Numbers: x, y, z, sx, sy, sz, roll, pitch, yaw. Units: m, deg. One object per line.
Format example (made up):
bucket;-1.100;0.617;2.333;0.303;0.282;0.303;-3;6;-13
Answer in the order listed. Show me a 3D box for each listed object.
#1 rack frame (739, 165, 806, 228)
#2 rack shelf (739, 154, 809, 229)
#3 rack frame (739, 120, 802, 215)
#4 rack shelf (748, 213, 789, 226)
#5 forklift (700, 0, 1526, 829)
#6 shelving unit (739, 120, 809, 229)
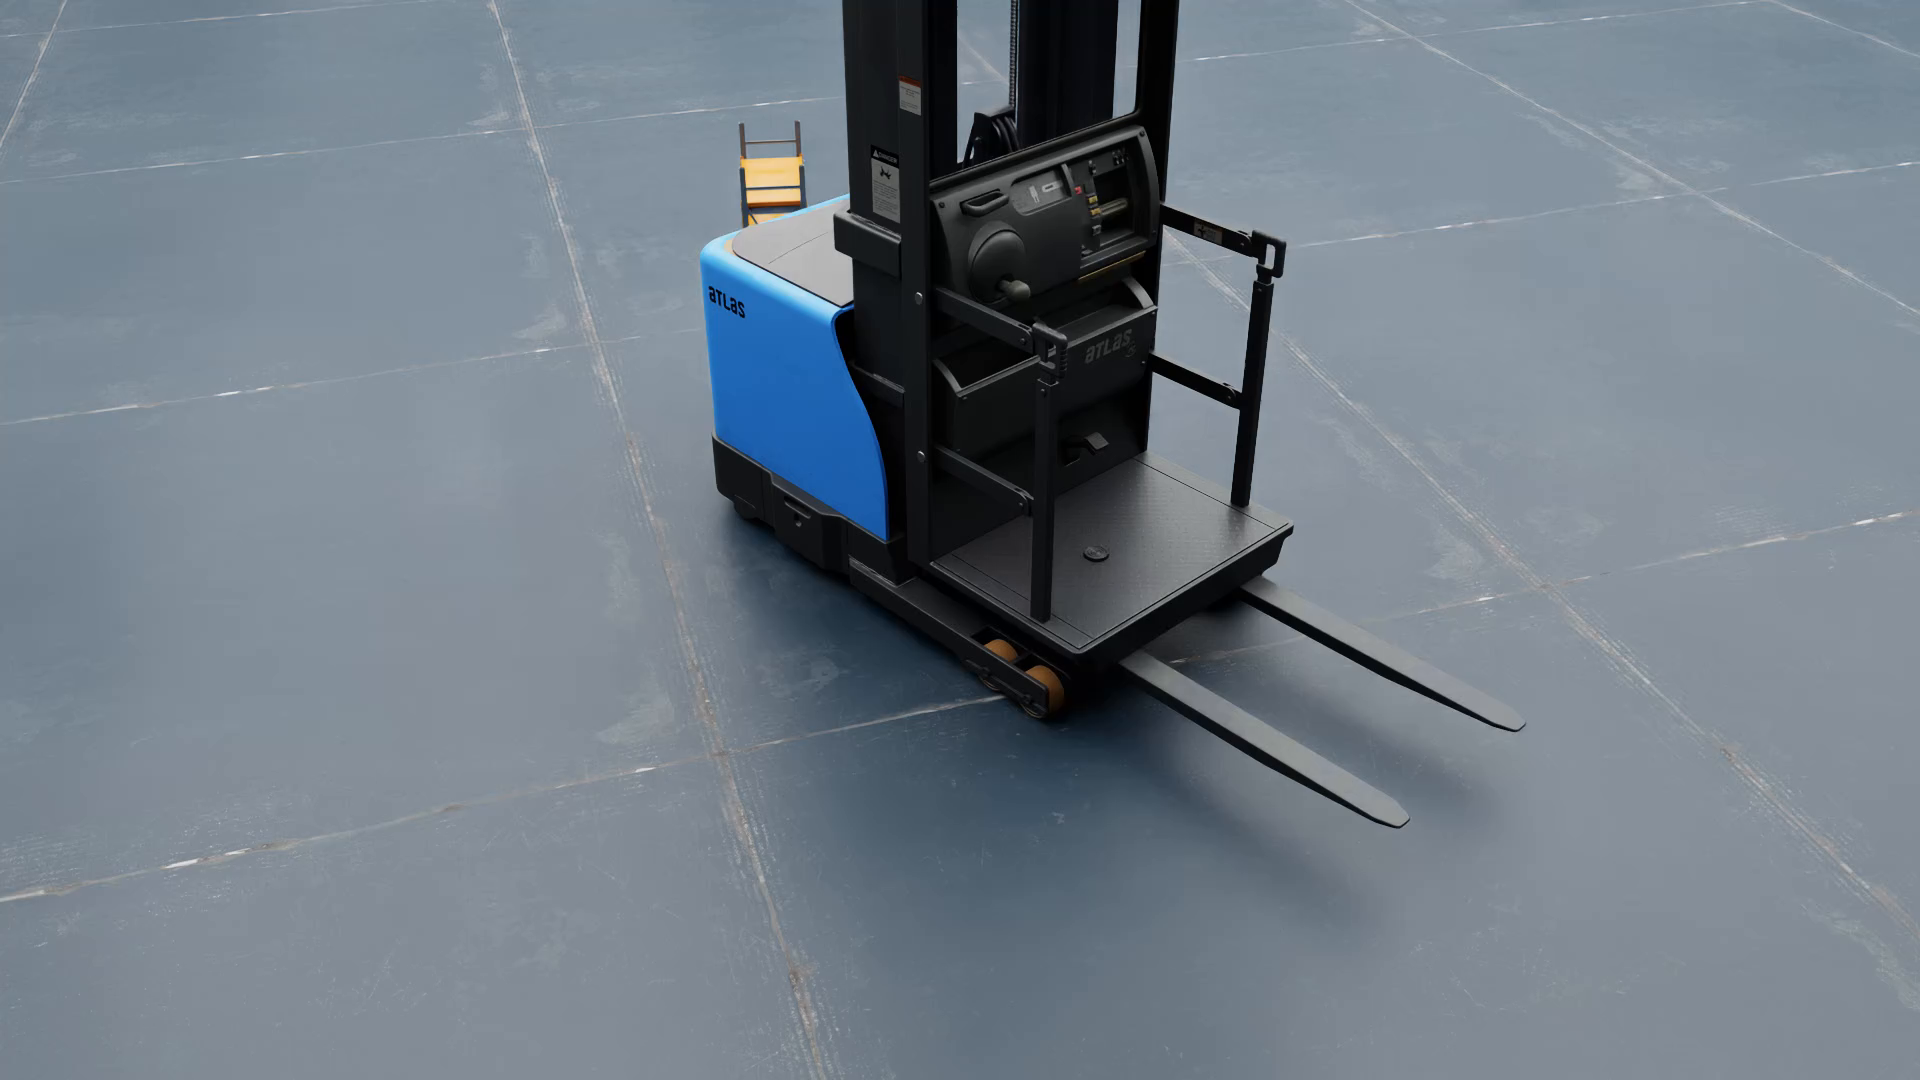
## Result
rack frame;-0.699;-0.885;6.501;0.240;1.200;0.015;-4;34;-5
rack shelf;-0.726;-1.347;6.487;0.258;0.148;0.480;-4;34;-5
rack frame;-0.754;-1.152;6.906;0.240;1.200;0.015;-4;34;-5
rack shelf;-0.726;-1.149;6.617;0.258;0.148;0.480;-4;34;-5
forklift;0.431;-0.969;5.058;1.130;2.935;3.031;-27;42;-35
shelving unit;-0.726;-1.019;6.703;0.258;1.200;0.503;-4;34;-5
